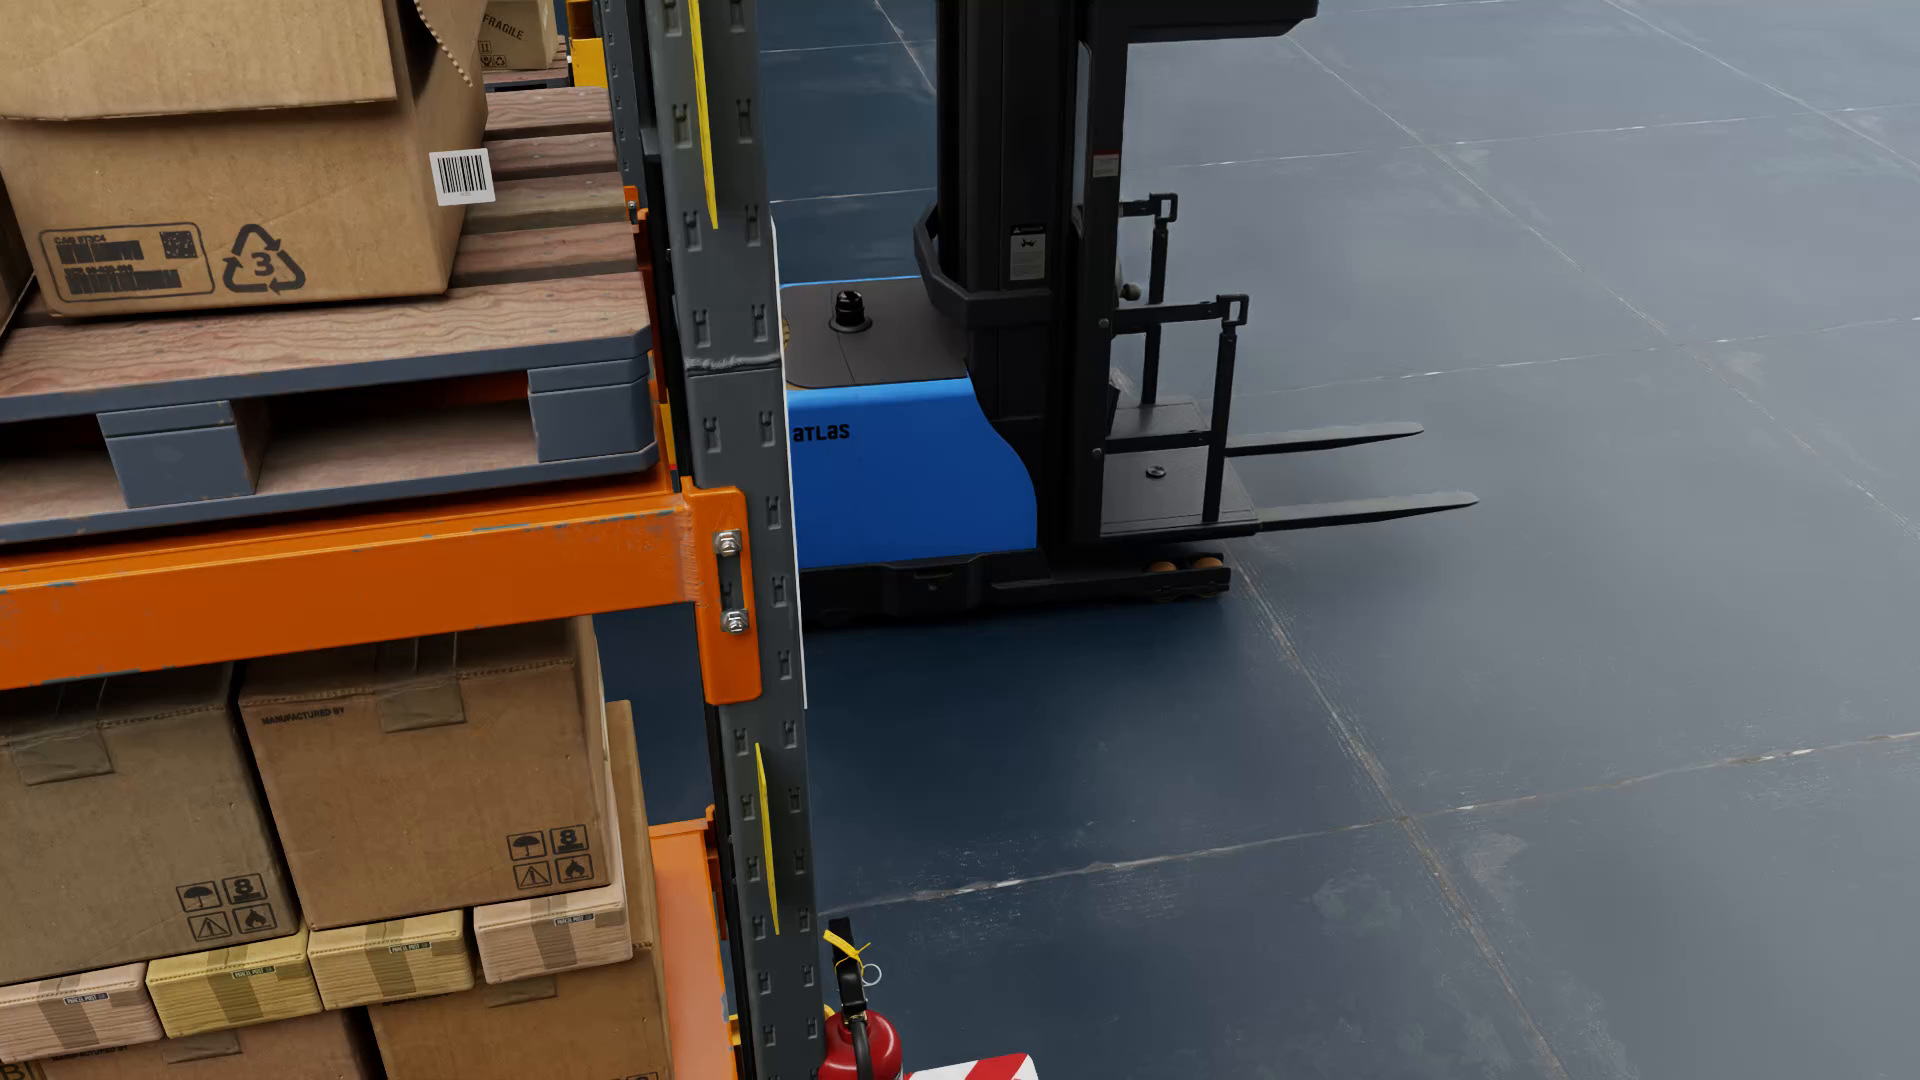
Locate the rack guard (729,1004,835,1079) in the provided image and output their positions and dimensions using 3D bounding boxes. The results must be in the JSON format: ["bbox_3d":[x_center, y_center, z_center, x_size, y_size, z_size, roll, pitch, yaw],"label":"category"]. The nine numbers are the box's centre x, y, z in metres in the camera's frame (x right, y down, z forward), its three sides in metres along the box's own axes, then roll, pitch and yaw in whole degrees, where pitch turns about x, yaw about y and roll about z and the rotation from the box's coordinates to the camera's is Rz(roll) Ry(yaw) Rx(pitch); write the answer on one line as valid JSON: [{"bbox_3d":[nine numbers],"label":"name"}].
[{"bbox_3d":[-0.385,1.788,4.138,0.348,0.500,1.175,-7,35,-11],"label":"rack guard"}]

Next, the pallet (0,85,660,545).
[{"bbox_3d":[-1.104,-0.383,2.517,1.213,0.211,1.003,-7,35,-11],"label":"pallet"}]

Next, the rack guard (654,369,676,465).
[{"bbox_3d":[-1.561,-0.867,8.094,0.348,0.500,1.175,-7,35,-11],"label":"rack guard"}]

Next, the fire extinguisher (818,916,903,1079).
[{"bbox_3d":[-0.190,1.023,3.104,0.183,0.674,0.296,-7,35,-11],"label":"fire extinguisher"}]

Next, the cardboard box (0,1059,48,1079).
[{"bbox_3d":[-1.863,0.887,3.147,0.500,0.500,0.700,-7,34,-10],"label":"cardboard box"}]

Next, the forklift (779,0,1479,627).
[{"bbox_3d":[0.672,-1.247,6.478,3.031,2.935,1.130,-5,34,-8],"label":"forklift"}]

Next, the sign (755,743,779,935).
[{"bbox_3d":[-0.302,0.470,2.606,0.005,0.325,0.100,-7,35,-11],"label":"sign"}]

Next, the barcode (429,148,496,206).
[{"bbox_3d":[-0.596,-0.435,1.993,0.075,0.075,0.001,-7,35,-11],"label":"barcode"}]

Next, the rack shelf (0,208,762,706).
[{"bbox_3d":[-2.359,0.052,2.435,4.000,0.370,1.077,-7,35,-11],"label":"rack shelf"}]

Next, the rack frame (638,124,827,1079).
[{"bbox_3d":[-0.408,0.753,3.437,0.127,3.000,1.000,-7,35,-11],"label":"rack frame"}]

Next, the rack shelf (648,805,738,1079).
[{"bbox_3d":[-2.359,1.297,3.271,4.000,0.370,1.077,-7,35,-11],"label":"rack shelf"}]

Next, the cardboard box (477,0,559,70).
[{"bbox_3d":[-3.203,-3.701,11.939,0.500,0.500,0.500,-1,34,-2],"label":"cardboard box"}]

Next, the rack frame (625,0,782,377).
[{"bbox_3d":[-0.408,-1.739,1.765,0.127,3.000,1.000,-7,35,-11],"label":"rack frame"}]

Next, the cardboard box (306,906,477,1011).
[{"bbox_3d":[-0.994,0.625,2.955,0.250,0.149,0.380,-6,34,-9],"label":"cardboard box"}]

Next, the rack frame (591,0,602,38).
[{"bbox_3d":[-2.590,-4.632,11.461,0.127,3.000,1.000,-7,35,-11],"label":"rack frame"}]

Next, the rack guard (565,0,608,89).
[{"bbox_3d":[-2.664,-3.585,12.143,0.348,0.500,1.175,-7,35,-11],"label":"rack guard"}]

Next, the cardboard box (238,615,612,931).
[{"bbox_3d":[-0.918,0.229,2.962,0.500,0.500,0.700,-7,35,-10],"label":"cardboard box"}]

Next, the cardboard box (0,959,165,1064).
[{"bbox_3d":[-1.489,0.686,2.863,0.250,0.149,0.380,-7,34,-10],"label":"cardboard box"}]

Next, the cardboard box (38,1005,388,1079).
[{"bbox_3d":[-1.378,0.829,3.234,0.500,0.500,0.700,-6,34,-9],"label":"cardboard box"}]

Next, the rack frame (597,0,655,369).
[{"bbox_3d":[-1.497,-1.940,7.449,0.127,3.000,1.000,-7,35,-11],"label":"rack frame"}]

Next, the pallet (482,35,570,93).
[{"bbox_3d":[-3.464,-3.384,12.103,1.213,0.211,1.003,-7,35,-11],"label":"pallet"}]

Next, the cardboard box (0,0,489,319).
[{"bbox_3d":[-0.970,-0.700,2.314,0.637,0.503,0.797,-5,34,-7],"label":"cardboard box"}]

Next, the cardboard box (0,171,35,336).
[{"bbox_3d":[-1.473,-0.378,2.062,0.500,0.250,0.500,-7,35,-11],"label":"cardboard box"}]

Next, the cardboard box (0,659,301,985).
[{"bbox_3d":[-1.430,0.297,2.862,0.500,0.500,0.700,-8,35,-12],"label":"cardboard box"}]

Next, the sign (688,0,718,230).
[{"bbox_3d":[-0.302,-0.531,1.934,0.005,0.325,0.100,-7,35,-11],"label":"sign"}]

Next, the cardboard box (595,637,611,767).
[{"bbox_3d":[-0.838,0.373,3.331,0.250,0.149,0.380,-7,35,-11],"label":"cardboard box"}]

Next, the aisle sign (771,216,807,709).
[{"bbox_3d":[-0.279,-0.175,2.486,0.004,0.787,0.394,-7,35,-11],"label":"aisle sign"}]

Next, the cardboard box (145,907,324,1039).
[{"bbox_3d":[-1.243,0.657,2.908,0.250,0.149,0.380,-8,35,-11],"label":"cardboard box"}]

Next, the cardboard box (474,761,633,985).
[{"bbox_3d":[-0.739,0.592,3.004,0.250,0.149,0.380,-8,35,-11],"label":"cardboard box"}]

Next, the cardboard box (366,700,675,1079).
[{"bbox_3d":[-0.866,0.761,3.334,0.500,0.500,0.700,-7,35,-11],"label":"cardboard box"}]

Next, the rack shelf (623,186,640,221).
[{"bbox_3d":[-3.448,-1.395,7.283,4.000,0.370,1.077,-7,35,-11],"label":"rack shelf"}]
